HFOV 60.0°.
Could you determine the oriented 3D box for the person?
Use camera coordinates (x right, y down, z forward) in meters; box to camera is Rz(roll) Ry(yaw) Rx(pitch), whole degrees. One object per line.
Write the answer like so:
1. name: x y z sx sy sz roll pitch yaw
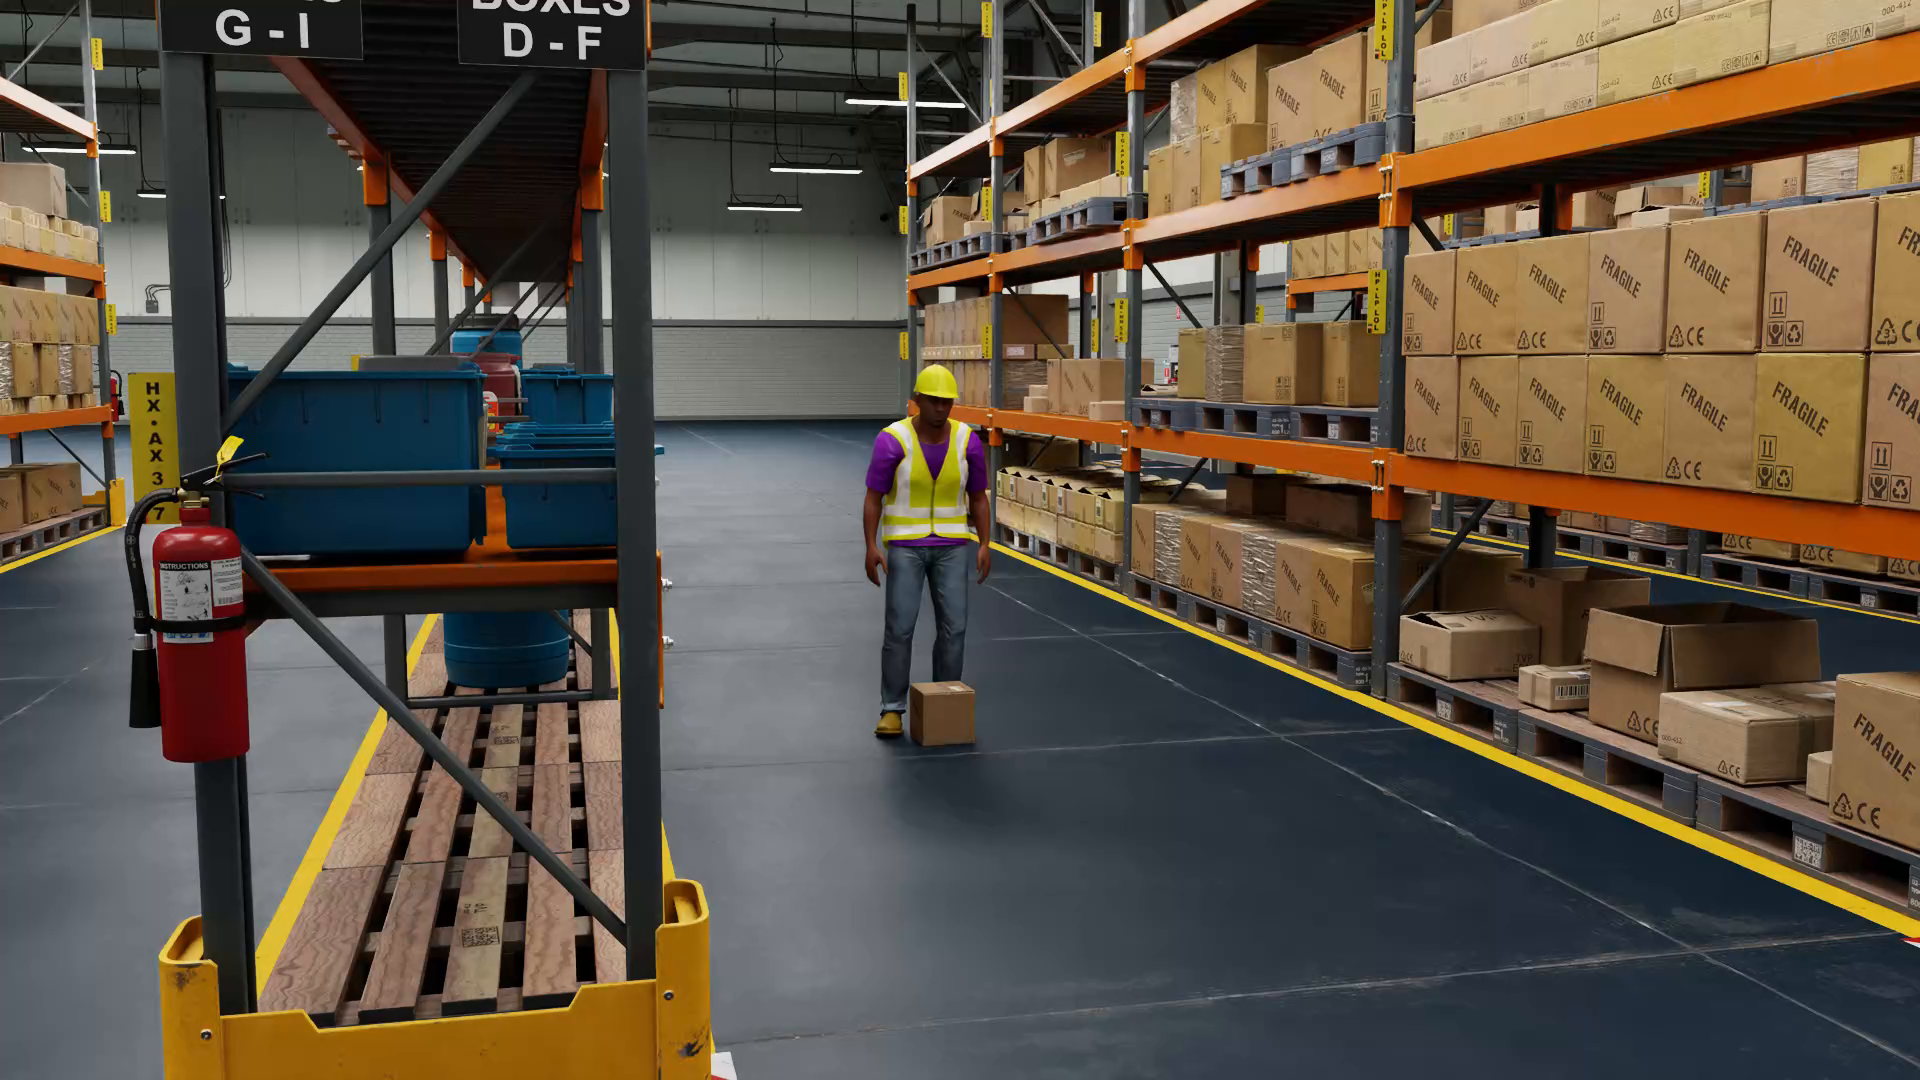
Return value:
1. person: -10.390 -2.936 1.746 23.353 9.002 6.821 -2 6 -14
